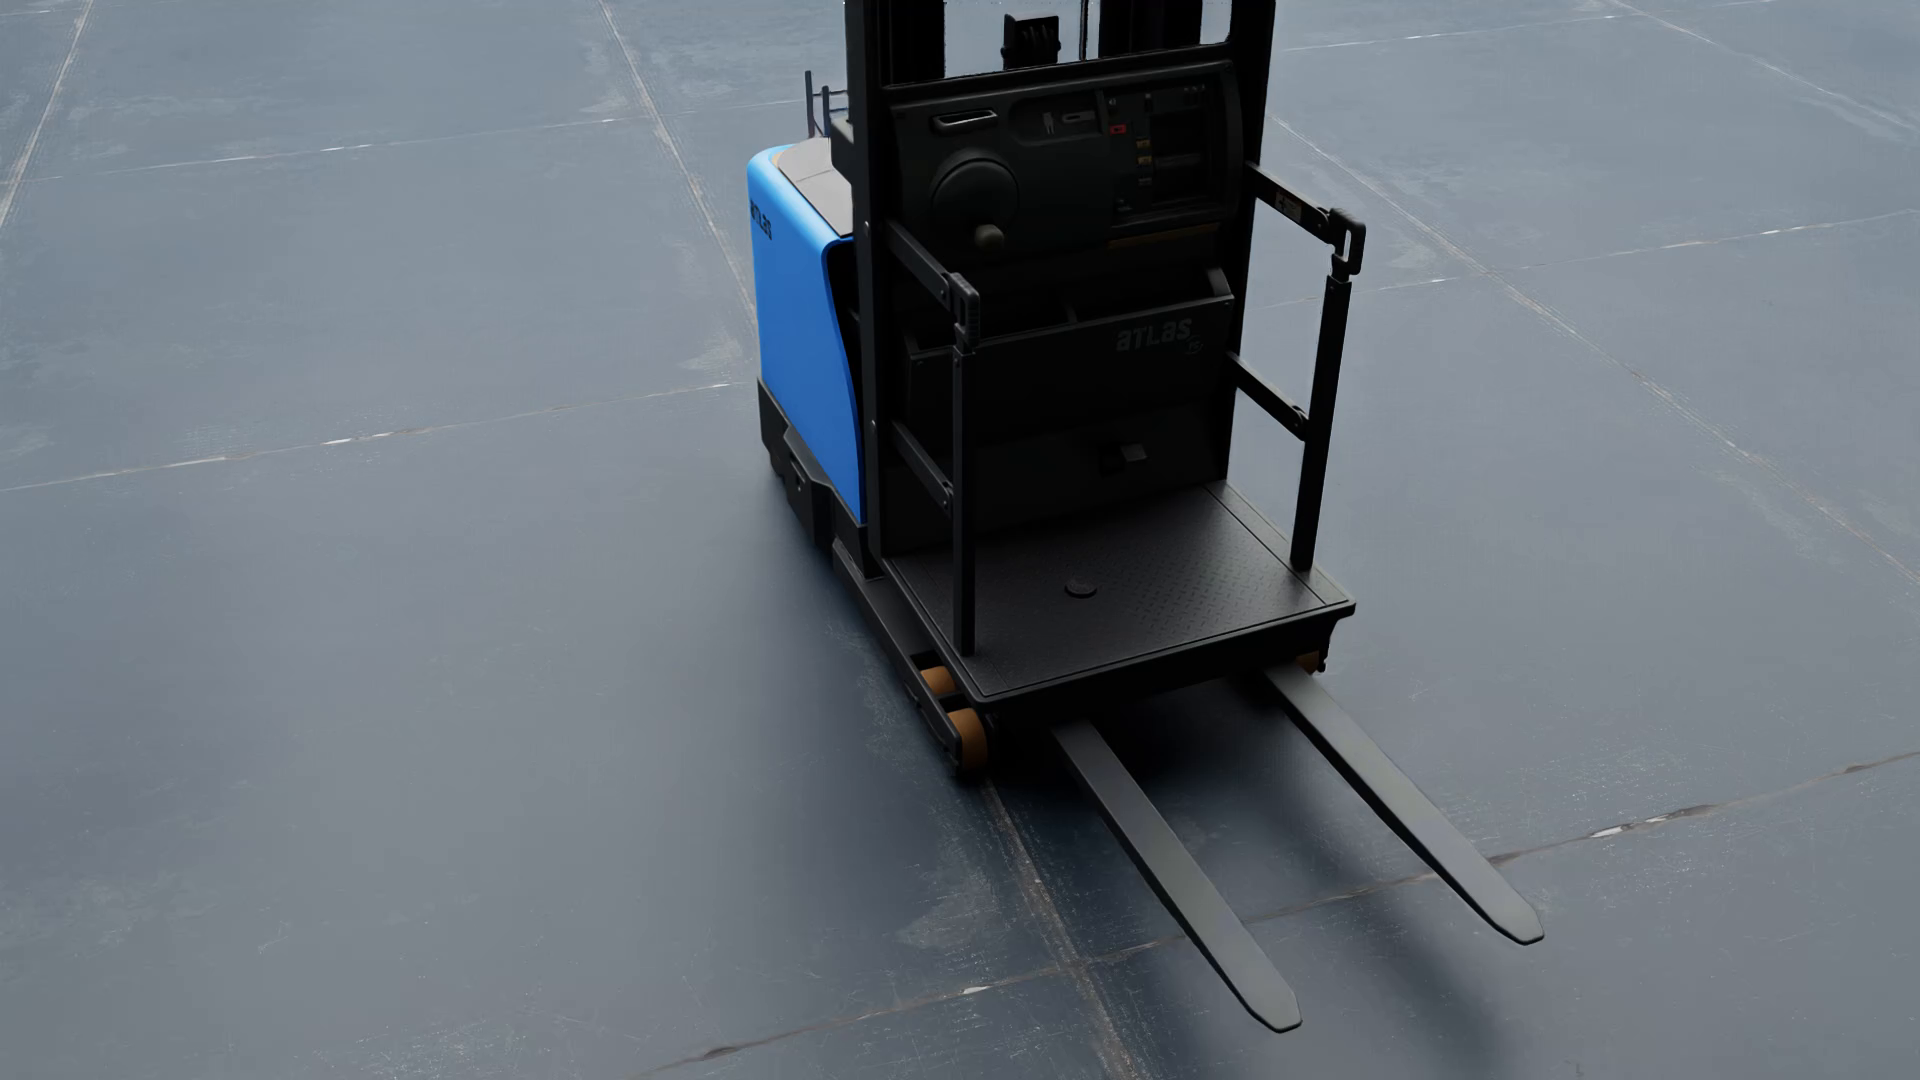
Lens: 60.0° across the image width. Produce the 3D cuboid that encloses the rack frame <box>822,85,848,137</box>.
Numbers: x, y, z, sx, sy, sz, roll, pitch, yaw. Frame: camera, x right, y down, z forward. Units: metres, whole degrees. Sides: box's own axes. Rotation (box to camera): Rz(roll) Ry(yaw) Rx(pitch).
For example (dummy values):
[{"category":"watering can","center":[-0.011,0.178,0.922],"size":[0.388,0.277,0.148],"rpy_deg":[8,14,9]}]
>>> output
[{"category":"rack frame","center":[-0.314,-0.936,5.567],"size":[0.240,1.200,0.006],"rpy_deg":[-12,33,-18]}]

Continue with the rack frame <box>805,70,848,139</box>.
[{"category":"rack frame","center":[-0.381,-1.025,5.712],"size":[0.240,1.200,0.006],"rpy_deg":[-12,33,-18]}]

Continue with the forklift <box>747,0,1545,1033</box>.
[{"category":"forklift","center":[0.362,-0.886,3.933],"size":[1.130,2.935,3.031],"rpy_deg":[-13,36,-19]}]

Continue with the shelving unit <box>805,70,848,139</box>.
[{"category":"shelving unit","center":[-0.347,-0.980,5.640],"size":[0.258,1.200,0.189],"rpy_deg":[-12,33,-18]}]
